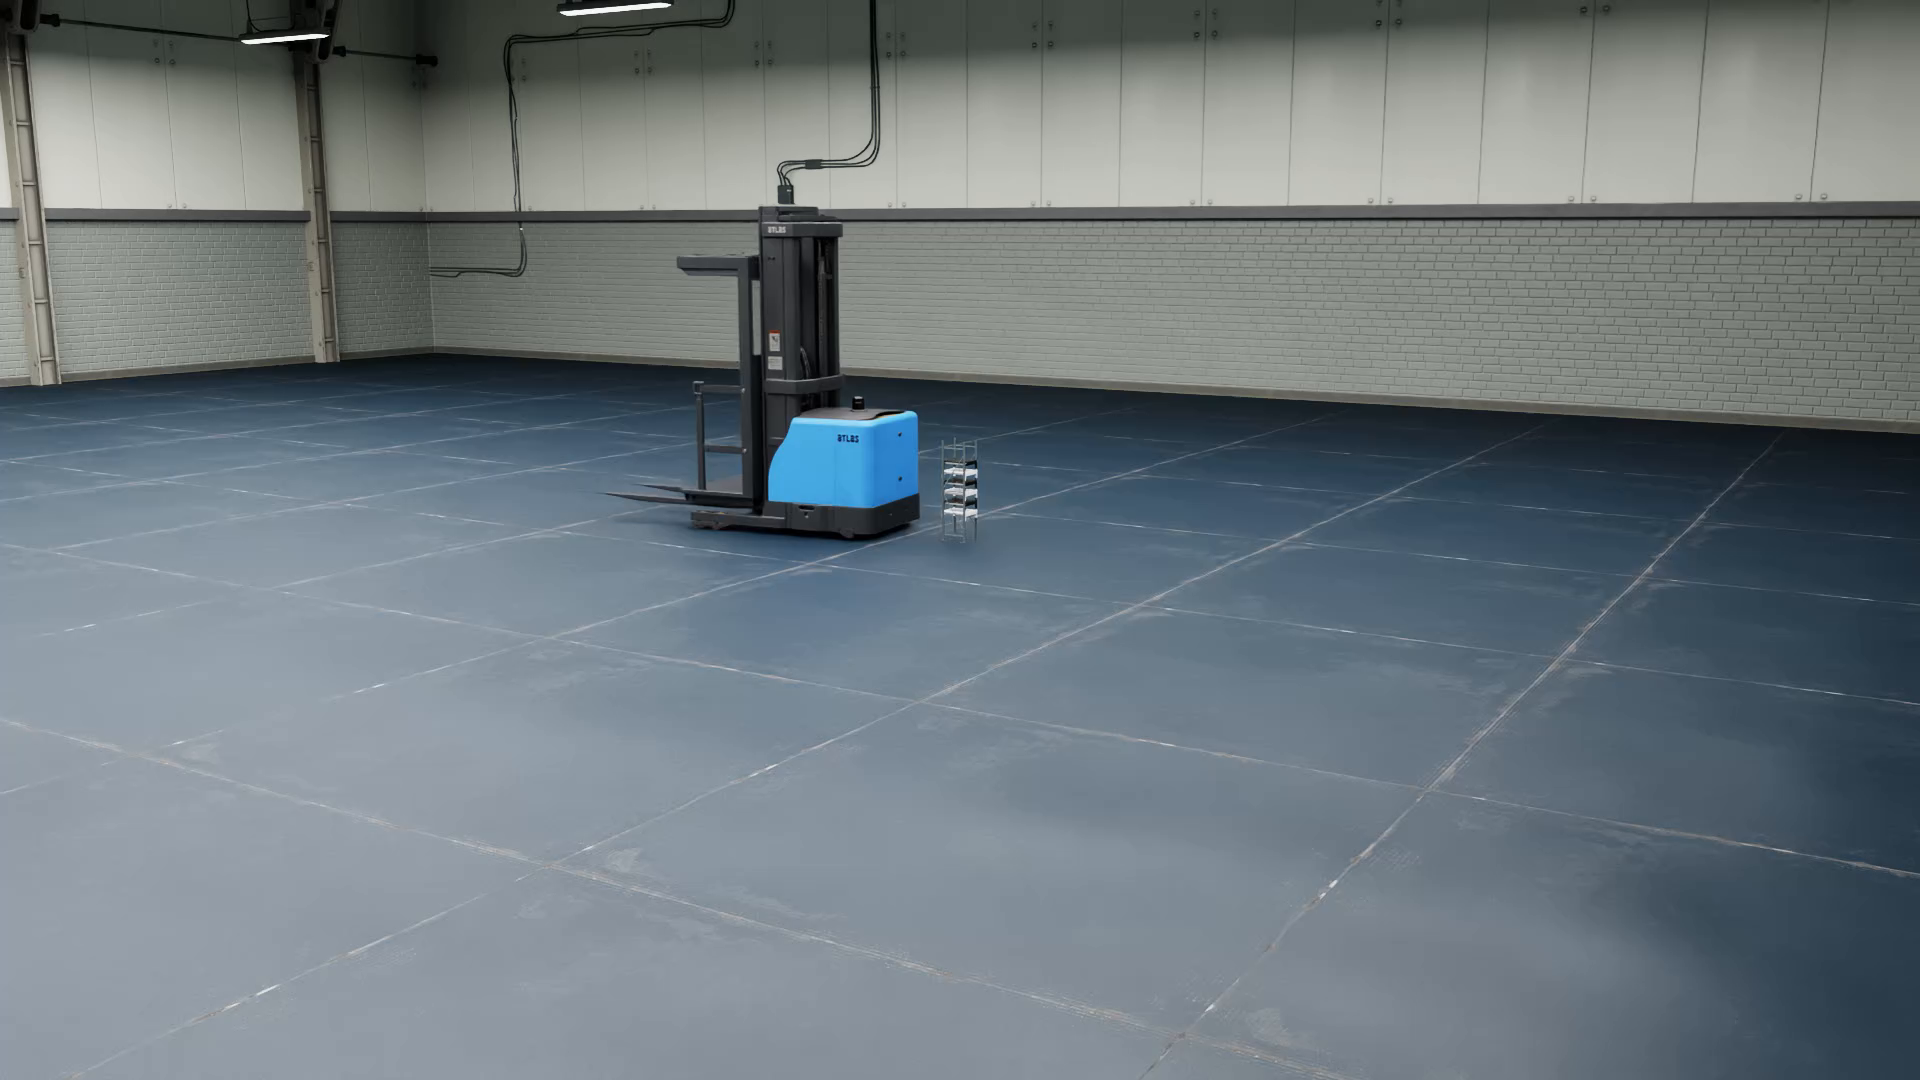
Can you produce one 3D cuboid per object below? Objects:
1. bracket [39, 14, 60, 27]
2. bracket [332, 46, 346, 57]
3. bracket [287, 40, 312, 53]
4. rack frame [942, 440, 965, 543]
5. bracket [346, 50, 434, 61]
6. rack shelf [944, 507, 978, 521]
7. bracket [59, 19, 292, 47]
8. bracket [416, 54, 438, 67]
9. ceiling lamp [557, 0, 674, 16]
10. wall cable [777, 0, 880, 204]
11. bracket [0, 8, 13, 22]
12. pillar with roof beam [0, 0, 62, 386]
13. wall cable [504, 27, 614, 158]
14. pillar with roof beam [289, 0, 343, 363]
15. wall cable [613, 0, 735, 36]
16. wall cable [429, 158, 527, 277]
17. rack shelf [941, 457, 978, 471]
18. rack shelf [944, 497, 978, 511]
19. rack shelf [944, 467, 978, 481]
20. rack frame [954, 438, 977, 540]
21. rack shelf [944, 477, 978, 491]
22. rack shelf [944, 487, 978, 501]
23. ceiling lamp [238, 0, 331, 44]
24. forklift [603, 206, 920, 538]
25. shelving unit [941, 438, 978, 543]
[{"bbox_3d":[-15.833,-9.010,28.759,0.235,0.232,0.430,6,12,31],"label":"bracket"},{"bbox_3d":[-12.718,-9.954,33.799,0.235,0.232,0.430,6,12,31],"label":"bracket"},{"bbox_3d":[-13.149,-9.823,33.102,0.235,0.232,0.430,6,12,31],"label":"bracket"},{"bbox_3d":[-0.057,-0.425,14.694,0.240,0.900,0.006,6,12,31],"label":"rack frame"},{"bbox_3d":[-11.794,-10.233,35.294,0.076,0.066,3.189,6,12,31],"label":"bracket"},{"bbox_3d":[-0.004,-0.231,14.818,0.258,0.077,0.200,6,12,31],"label":"rack shelf"},{"bbox_3d":[-14.486,-9.418,30.938,0.076,0.066,4.783,6,12,31],"label":"bracket"},{"bbox_3d":[-11.487,-10.326,35.790,0.235,0.232,0.430,6,12,31],"label":"bracket"},{"bbox_3d":[-4.867,-9.255,23.985,2.000,3.185,0.800,6,12,31],"label":"ceiling lamp"},{"bbox_3d":[-2.471,-9.252,30.592,2.305,6.003,0.169,6,12,31],"label":"wall cable"},{"bbox_3d":[-16.264,-8.879,28.062,0.235,0.232,0.430,6,12,31],"label":"bracket"},{"bbox_3d":[-12.672,-6.798,26.726,9.100,9.000,0.548,6,12,31],"label":"pillar with roof beam"},{"bbox_3d":[-8.265,-9.188,34.204,3.097,2.526,0.112,6,12,31],"label":"wall cable"},{"bbox_3d":[-9.557,-7.742,31.766,9.100,9.000,0.548,6,12,31],"label":"pillar with roof beam"},{"bbox_3d":[-5.620,-11.128,32.206,3.097,2.526,0.112,6,12,31],"label":"wall cable"},{"bbox_3d":[-10.577,-6.964,36.049,3.097,2.526,0.112,6,12,31],"label":"wall cable"},{"bbox_3d":[-0.004,-0.674,14.736,0.258,0.077,0.200,6,12,31],"label":"rack shelf"},{"bbox_3d":[-0.004,-0.320,14.802,0.258,0.077,0.200,6,12,31],"label":"rack shelf"},{"bbox_3d":[-0.004,-0.585,14.752,0.258,0.077,0.200,6,12,31],"label":"rack shelf"},{"bbox_3d":[0.049,-0.457,14.864,0.240,0.900,0.006,6,12,31],"label":"rack frame"},{"bbox_3d":[-0.004,-0.497,14.769,0.258,0.077,0.200,6,12,31],"label":"rack shelf"},{"bbox_3d":[-0.004,-0.408,14.785,0.258,0.077,0.200,6,12,31],"label":"rack shelf"},{"bbox_3d":[-11.183,-9.961,27.756,2.000,3.185,0.800,6,12,31],"label":"ceiling lamp"},{"bbox_3d":[-1.940,-1.614,15.523,3.031,2.935,1.130,5,12,24],"label":"forklift"},{"bbox_3d":[-0.004,-0.441,14.779,0.258,0.900,0.210,6,12,31],"label":"shelving unit"}]
